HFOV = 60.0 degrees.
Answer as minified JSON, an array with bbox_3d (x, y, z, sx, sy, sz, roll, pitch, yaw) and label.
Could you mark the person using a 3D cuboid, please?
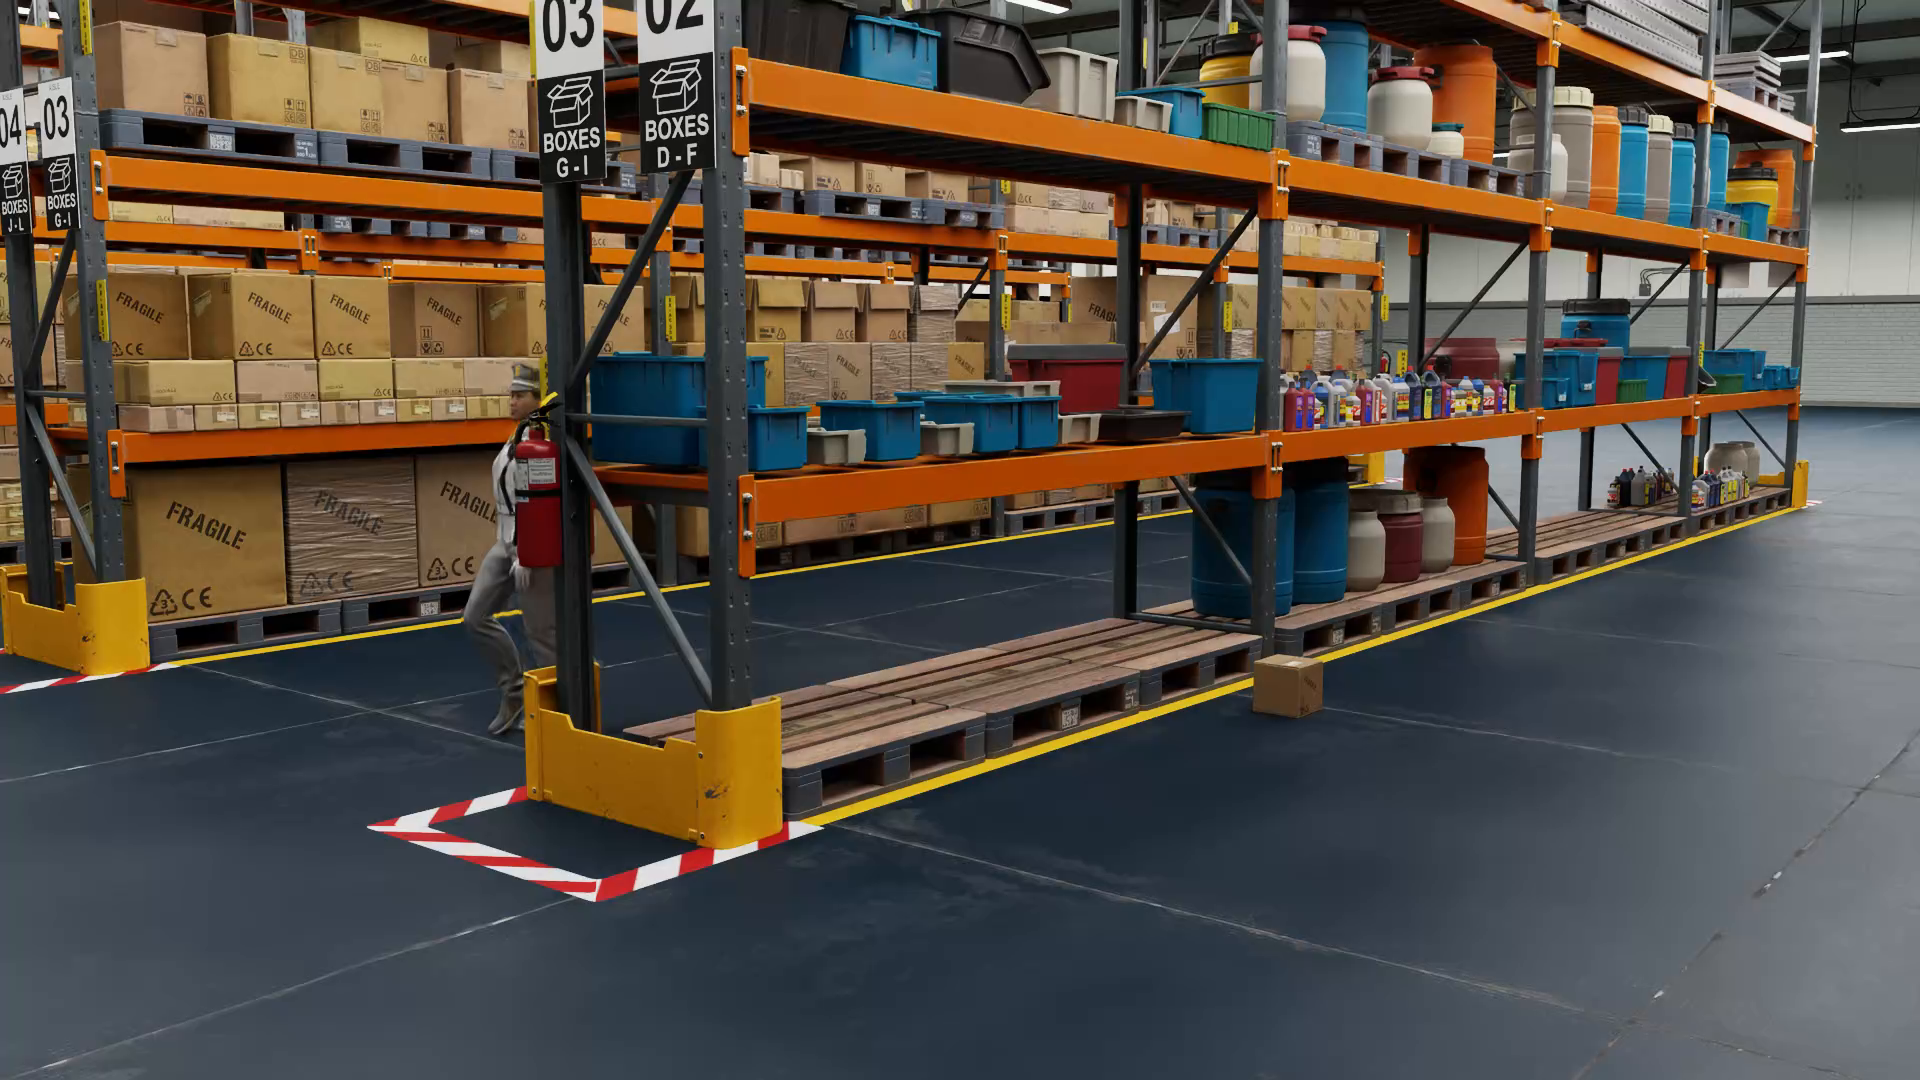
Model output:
[{"bbox_3d":[-1.981,0.064,7.538,0.483,1.728,0.514,-4,8,-31],"label":"person"}]
